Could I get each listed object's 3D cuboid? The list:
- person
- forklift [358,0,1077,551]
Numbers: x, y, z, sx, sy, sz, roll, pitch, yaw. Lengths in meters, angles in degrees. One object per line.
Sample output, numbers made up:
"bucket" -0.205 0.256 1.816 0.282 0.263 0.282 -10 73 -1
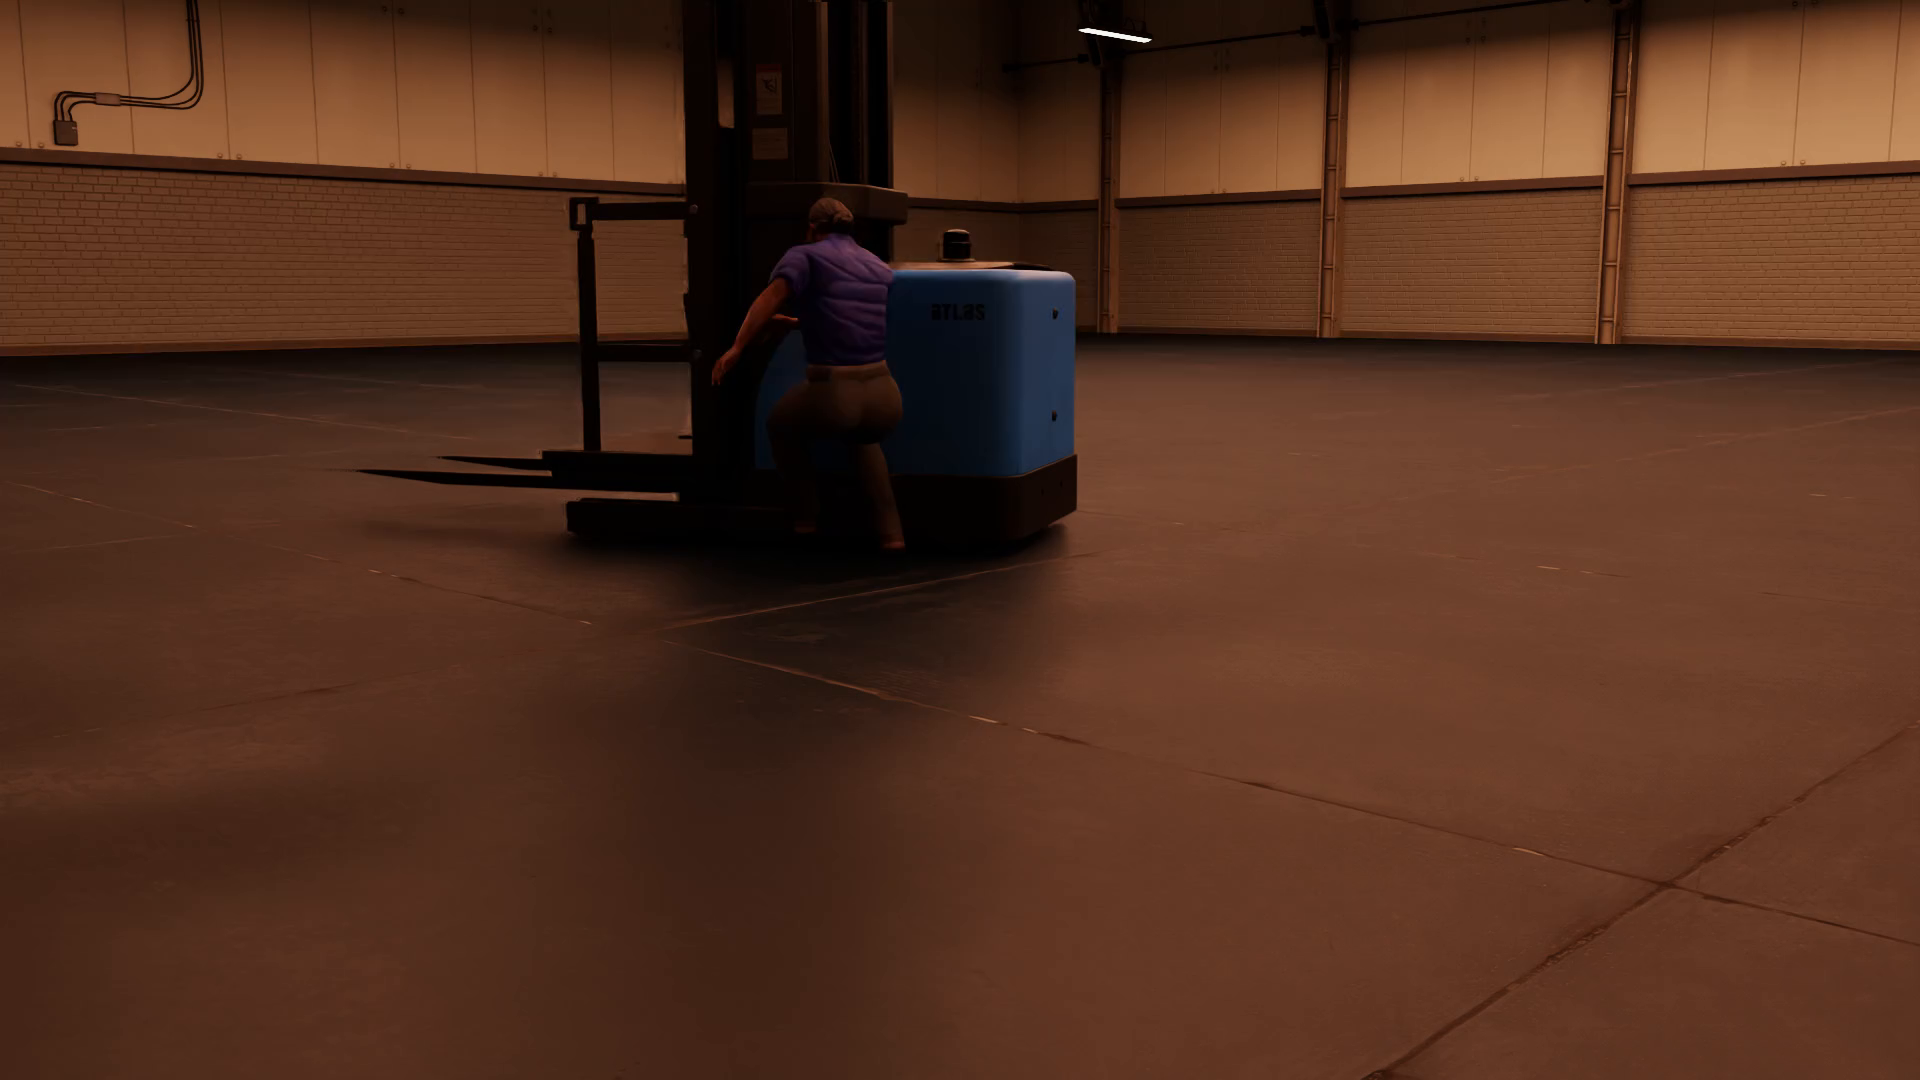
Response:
"person" -0.590 -0.537 6.016 0.998 1.380 0.904 -5 10 -31
"forklift" -1.078 -1.512 6.916 3.031 2.935 1.130 3 9 17
